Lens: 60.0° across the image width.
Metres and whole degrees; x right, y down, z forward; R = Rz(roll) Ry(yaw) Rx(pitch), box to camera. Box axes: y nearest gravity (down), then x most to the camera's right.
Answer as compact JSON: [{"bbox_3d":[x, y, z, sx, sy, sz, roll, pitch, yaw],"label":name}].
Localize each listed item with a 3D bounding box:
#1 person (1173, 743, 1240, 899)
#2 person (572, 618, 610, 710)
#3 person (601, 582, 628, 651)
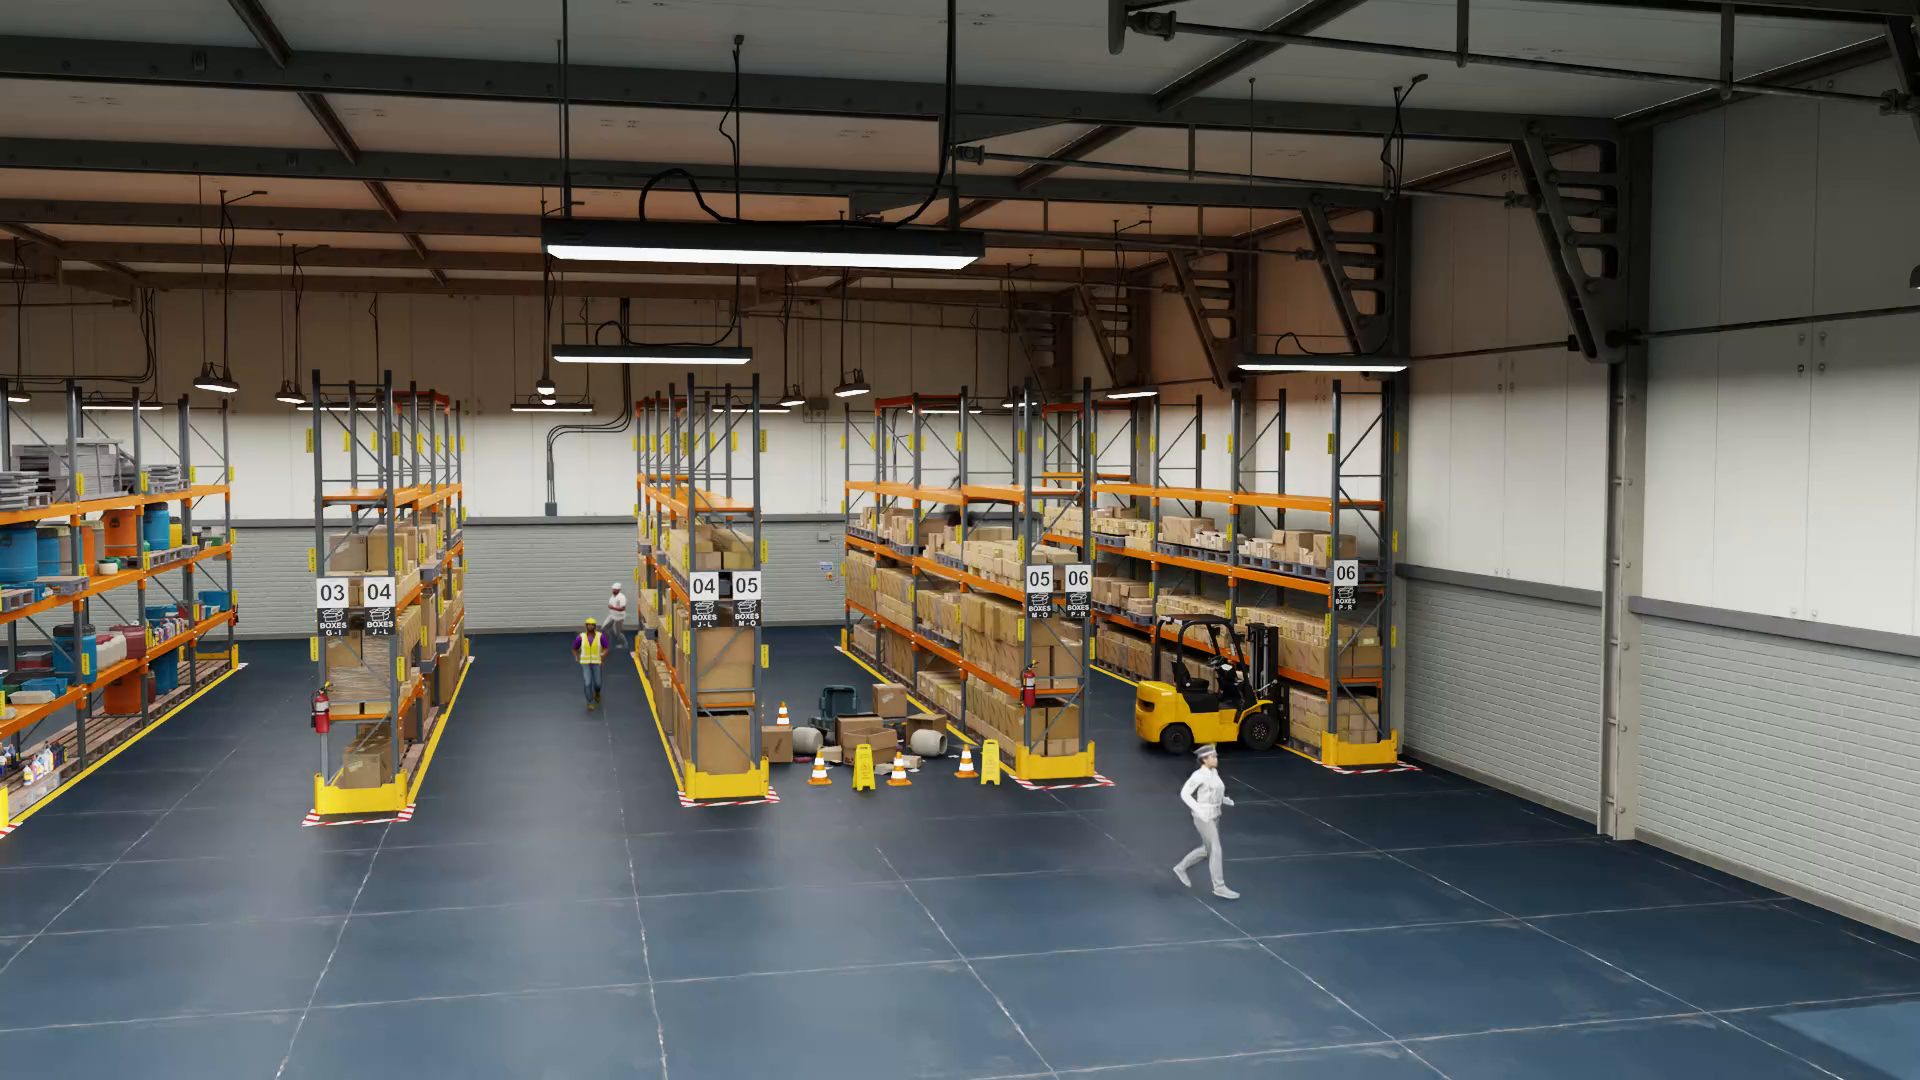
[{"bbox_3d":[2.735,3.082,18.416,0.793,1.683,0.628,2,4,30],"label":"person"},{"bbox_3d":[-6.971,2.329,31.415,0.700,1.719,0.625,-1,3,-12],"label":"person"},{"bbox_3d":[-8.240,1.856,40.031,0.718,1.706,0.871,-3,4,-42],"label":"person"}]
